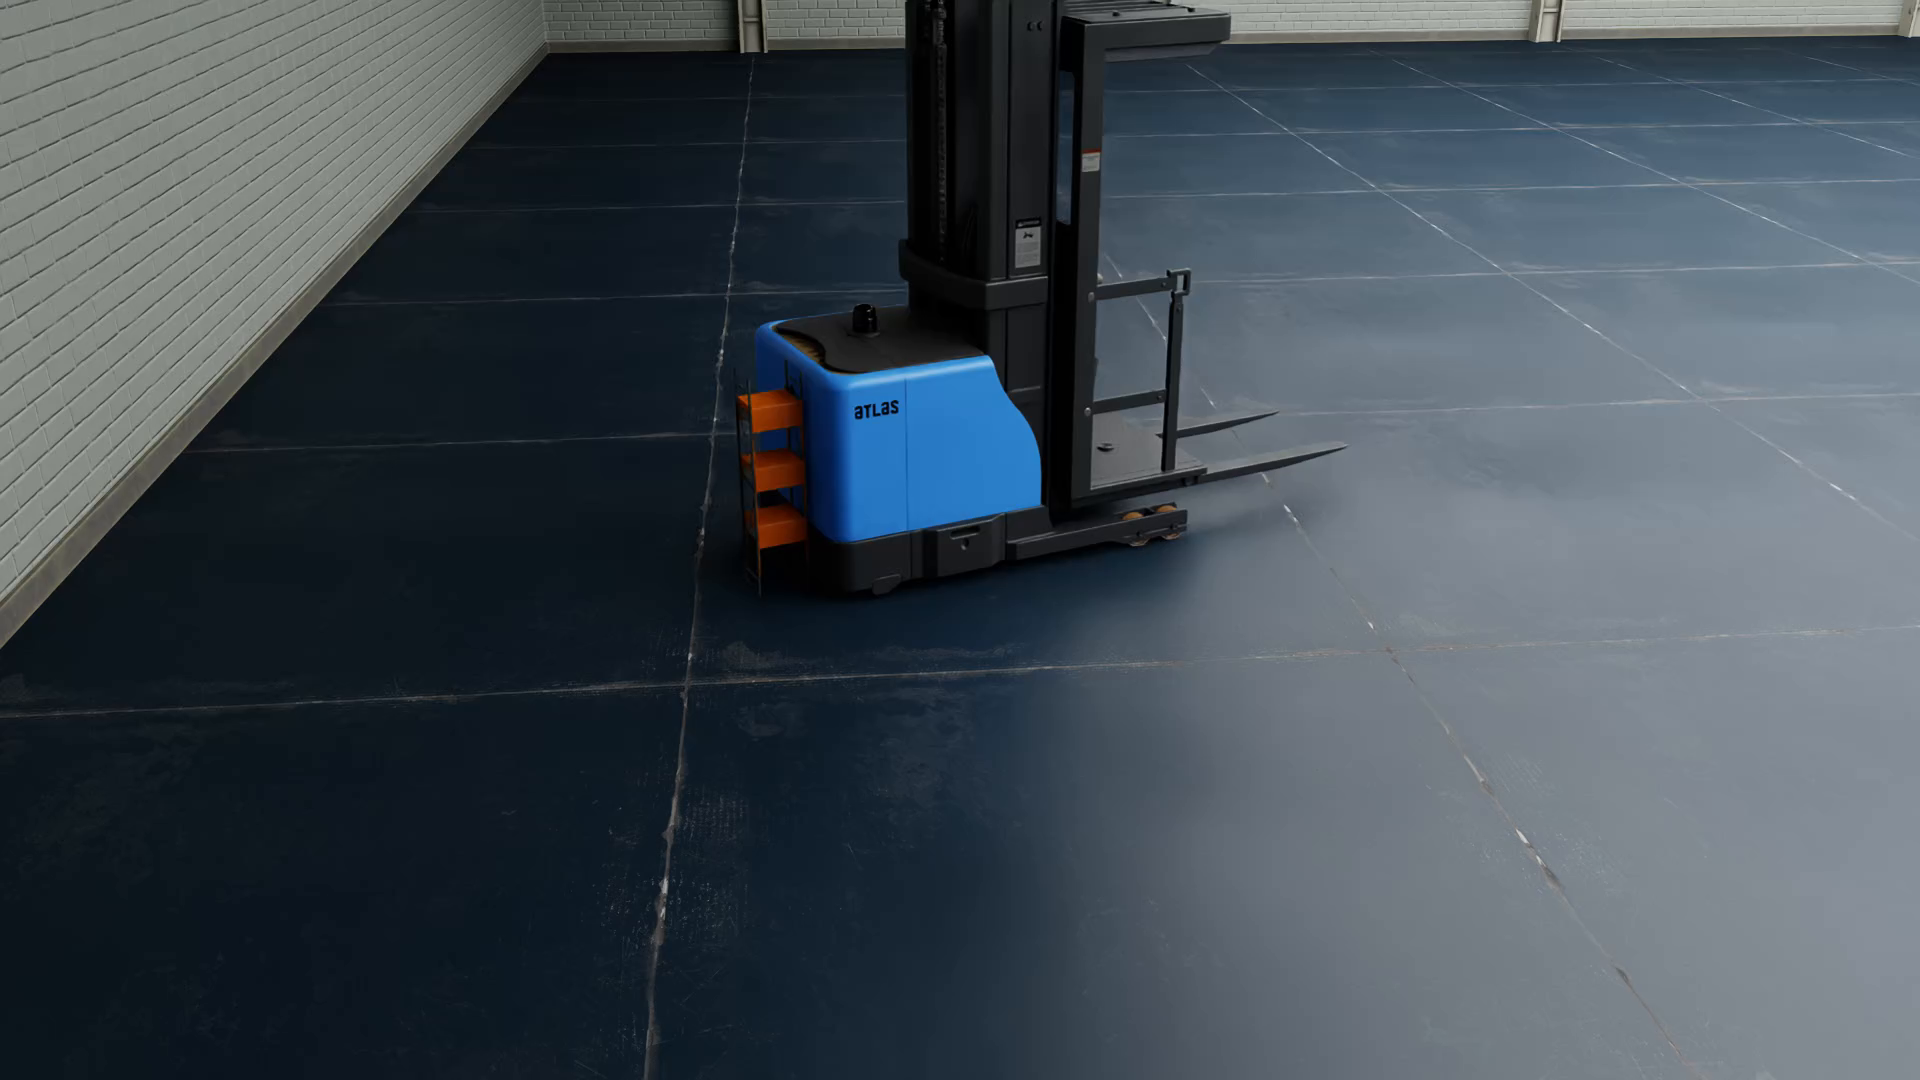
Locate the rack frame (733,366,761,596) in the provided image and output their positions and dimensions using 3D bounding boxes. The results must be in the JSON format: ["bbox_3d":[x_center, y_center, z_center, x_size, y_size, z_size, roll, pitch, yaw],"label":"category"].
[{"bbox_3d":[-0.963,-0.257,7.535,0.008,1.050,0.200,-11,26,-24],"label":"rack frame"}]

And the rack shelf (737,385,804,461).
[{"bbox_3d":[-0.854,-0.528,7.473,0.240,0.259,0.215,-11,26,-24],"label":"rack shelf"}]

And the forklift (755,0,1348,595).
[{"bbox_3d":[0.561,-1.486,7.985,3.031,2.935,1.130,-11,26,-24],"label":"forklift"}]

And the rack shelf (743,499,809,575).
[{"bbox_3d":[-0.854,-0.015,7.701,0.240,0.259,0.215,-11,26,-24],"label":"rack shelf"}]

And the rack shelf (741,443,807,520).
[{"bbox_3d":[-0.854,-0.269,7.588,0.240,0.259,0.215,-11,26,-24],"label":"rack shelf"}]

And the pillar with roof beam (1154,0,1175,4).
[{"bbox_3d":[3.377,-9.766,19.143,0.400,9.000,9.100,-2,24,-5],"label":"pillar with roof beam"}]

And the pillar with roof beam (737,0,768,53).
[{"bbox_3d":[-2.594,-9.526,18.604,0.400,9.000,9.100,-2,24,-5],"label":"pillar with roof beam"}]

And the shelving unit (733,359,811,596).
[{"bbox_3d":[-0.854,-0.279,7.584,0.252,1.050,0.215,-11,26,-24],"label":"shelving unit"}]

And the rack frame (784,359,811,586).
[{"bbox_3d":[-0.744,-0.301,7.634,0.008,1.050,0.200,-11,26,-24],"label":"rack frame"}]

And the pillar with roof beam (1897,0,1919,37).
[{"bbox_3d":[15.319,-10.245,20.220,0.400,9.000,9.100,-2,24,-5],"label":"pillar with roof beam"}]

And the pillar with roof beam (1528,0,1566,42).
[{"bbox_3d":[9.348,-10.006,19.682,0.400,9.000,9.100,-2,24,-5],"label":"pillar with roof beam"}]
